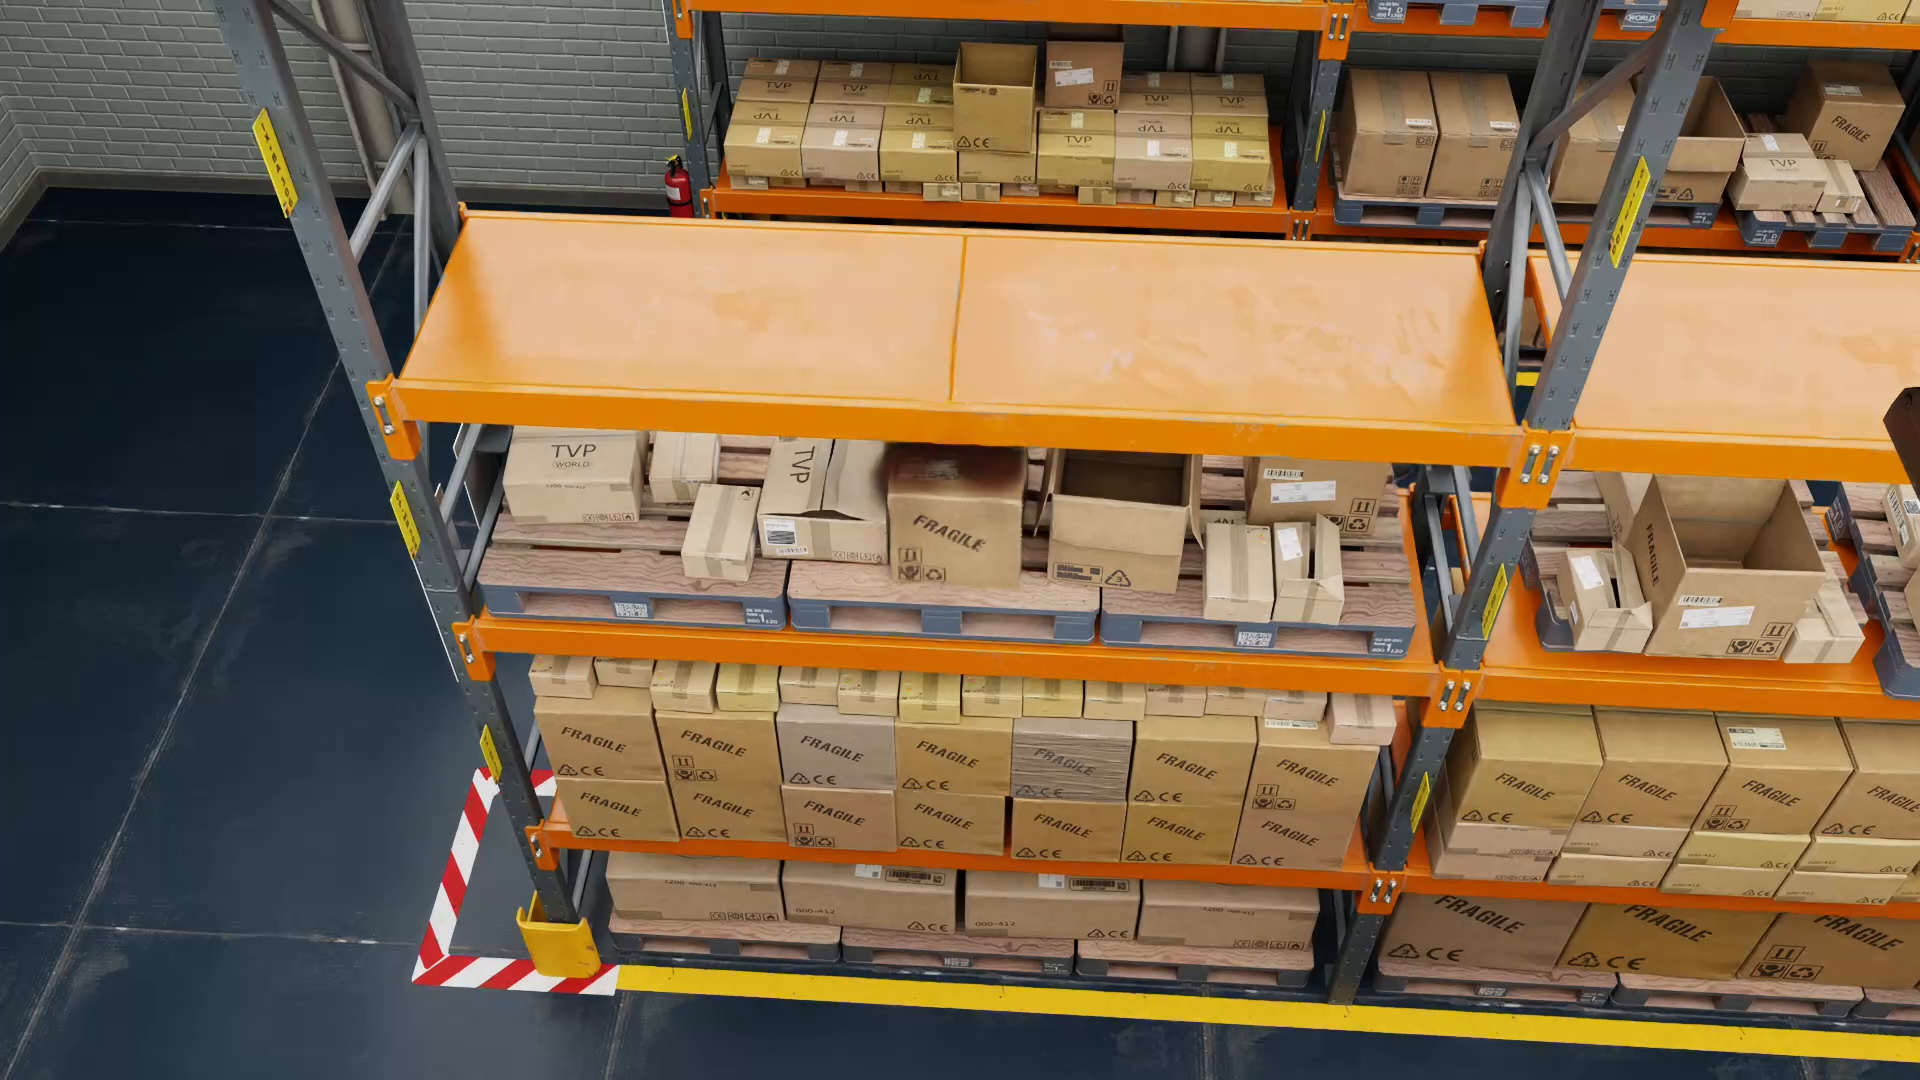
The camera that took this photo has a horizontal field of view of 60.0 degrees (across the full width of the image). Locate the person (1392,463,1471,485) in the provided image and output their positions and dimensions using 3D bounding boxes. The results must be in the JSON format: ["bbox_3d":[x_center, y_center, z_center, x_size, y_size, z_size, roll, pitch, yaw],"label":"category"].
[{"bbox_3d":[2.958,-0.744,10.241,0.717,1.677,0.486,-12,49,-11],"label":"person"}]
